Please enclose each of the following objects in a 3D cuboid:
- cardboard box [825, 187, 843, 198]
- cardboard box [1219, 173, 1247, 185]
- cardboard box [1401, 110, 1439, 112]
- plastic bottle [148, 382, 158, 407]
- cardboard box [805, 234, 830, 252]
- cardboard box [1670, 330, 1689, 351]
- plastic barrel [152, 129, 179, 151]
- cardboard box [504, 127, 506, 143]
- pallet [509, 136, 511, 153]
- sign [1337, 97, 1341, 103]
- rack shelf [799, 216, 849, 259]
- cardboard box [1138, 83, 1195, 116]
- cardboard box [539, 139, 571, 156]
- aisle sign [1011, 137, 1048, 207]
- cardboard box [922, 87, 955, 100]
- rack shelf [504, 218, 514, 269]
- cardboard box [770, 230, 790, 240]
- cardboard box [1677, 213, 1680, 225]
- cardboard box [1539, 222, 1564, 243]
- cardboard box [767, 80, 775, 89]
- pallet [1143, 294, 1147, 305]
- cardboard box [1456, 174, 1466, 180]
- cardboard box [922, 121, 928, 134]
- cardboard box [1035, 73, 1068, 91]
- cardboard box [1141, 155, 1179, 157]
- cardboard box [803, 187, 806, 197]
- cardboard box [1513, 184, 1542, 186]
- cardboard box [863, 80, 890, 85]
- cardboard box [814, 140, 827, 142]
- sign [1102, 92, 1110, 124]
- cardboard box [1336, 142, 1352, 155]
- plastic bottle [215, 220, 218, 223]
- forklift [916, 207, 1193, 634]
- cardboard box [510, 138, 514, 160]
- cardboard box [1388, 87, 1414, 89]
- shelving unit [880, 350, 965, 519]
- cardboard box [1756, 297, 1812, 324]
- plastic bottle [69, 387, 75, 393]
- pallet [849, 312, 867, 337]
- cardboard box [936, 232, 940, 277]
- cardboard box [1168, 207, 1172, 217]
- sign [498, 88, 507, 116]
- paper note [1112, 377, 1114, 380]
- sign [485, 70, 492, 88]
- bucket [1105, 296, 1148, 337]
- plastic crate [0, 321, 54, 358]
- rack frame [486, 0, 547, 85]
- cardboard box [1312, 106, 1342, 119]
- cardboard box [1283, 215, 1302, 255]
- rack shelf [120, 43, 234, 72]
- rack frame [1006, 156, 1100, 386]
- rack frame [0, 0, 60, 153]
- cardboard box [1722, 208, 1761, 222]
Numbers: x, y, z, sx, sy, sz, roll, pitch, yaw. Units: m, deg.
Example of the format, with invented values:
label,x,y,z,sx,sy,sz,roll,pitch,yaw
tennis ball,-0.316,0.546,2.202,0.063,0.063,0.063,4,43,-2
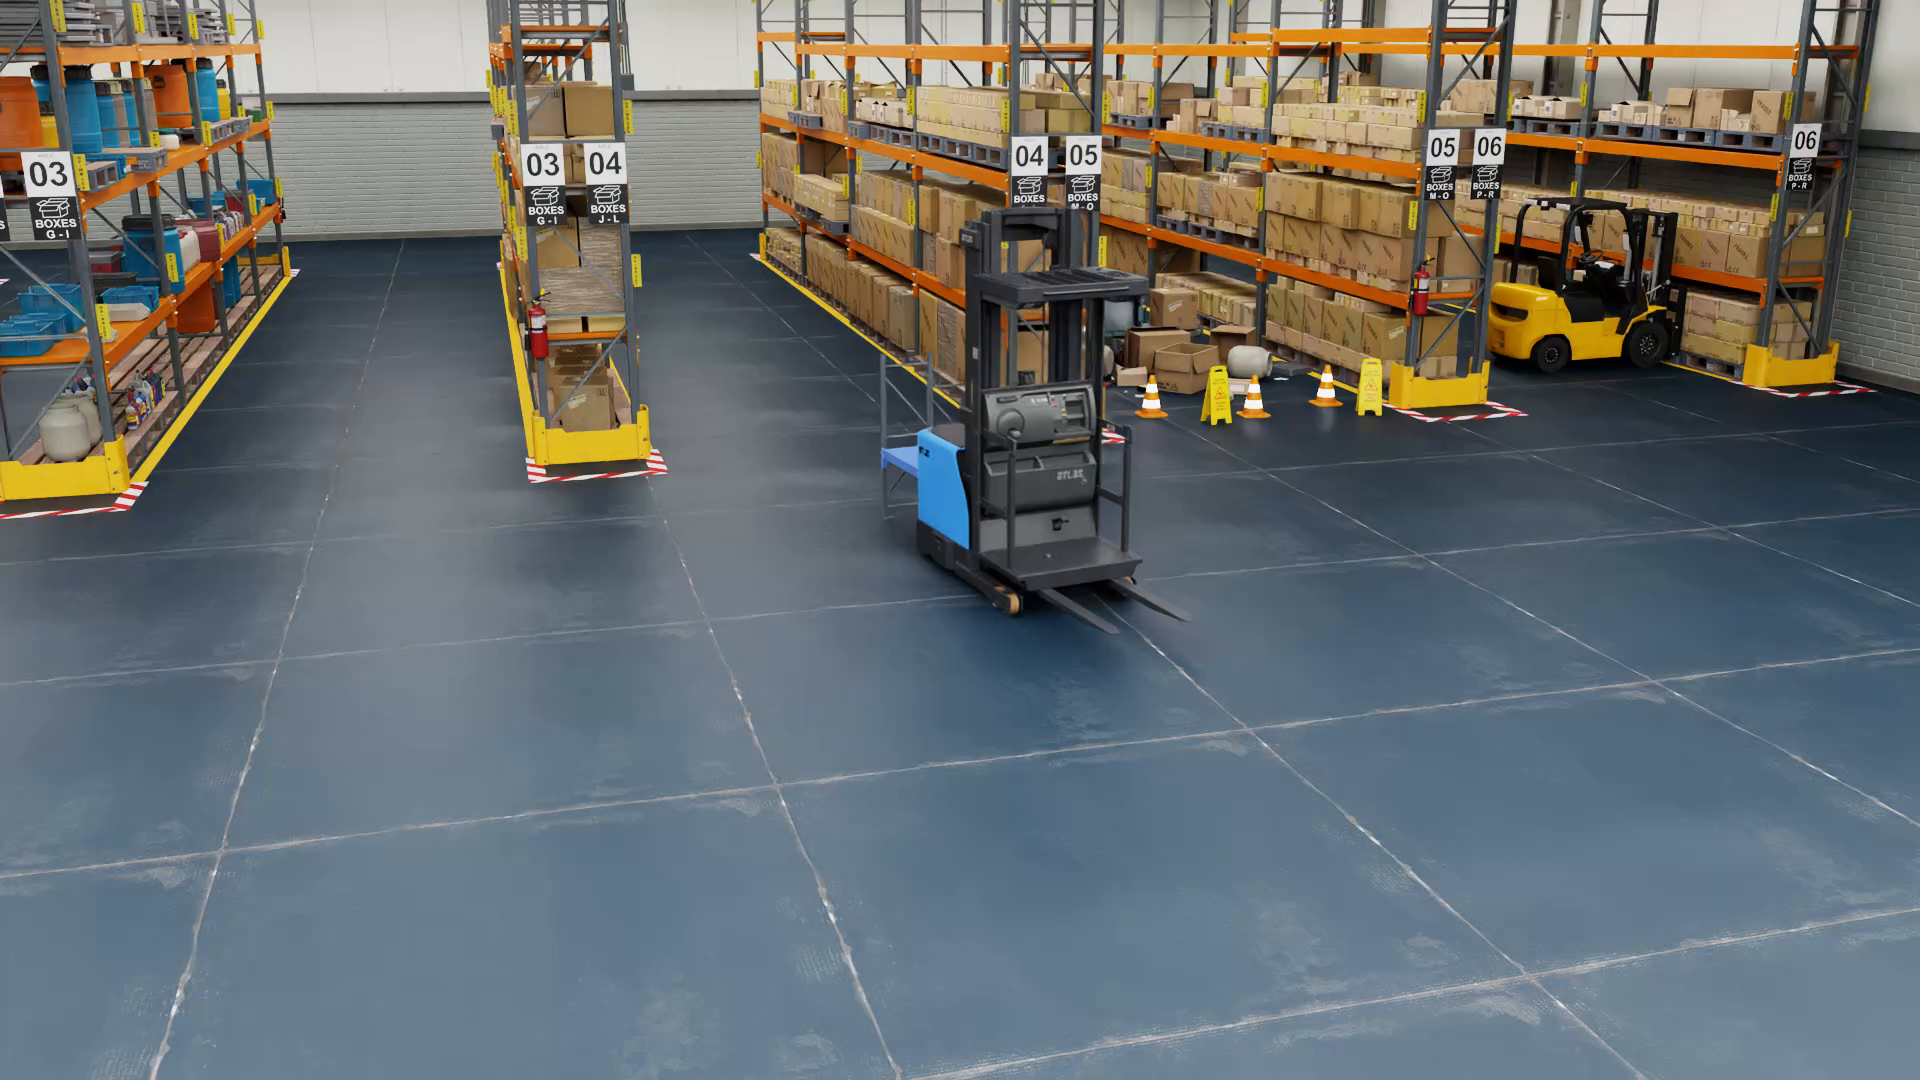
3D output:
label,x,y,z,sx,sy,sz,roll,pitch,yaw
cardboard box,-1.912,-5.451,26.059,0.380,0.149,0.250,-4,17,-14
cardboard box,3.989,-5.233,24.110,0.380,0.149,0.250,-5,18,-18
cardboard box,5.579,-5.142,20.193,0.380,0.149,0.250,-5,17,-16
plastic bottle,-9.066,-1.642,18.660,0.061,0.283,0.133,-4,17,-12
cardboard box,-2.348,-5.088,28.490,0.500,0.250,0.500,-5,18,-18
cardboard box,9.815,-2.711,22.312,0.500,0.250,0.500,-5,17,-15
plastic barrel,-10.183,-5.125,21.328,0.301,0.262,0.301,0,17,0
cardboard box,-6.110,-5.695,23.243,0.500,0.250,0.500,-4,17,-14
pallet,-4.963,-4.899,20.661,1.213,0.211,1.003,-5,17,-15
sign,5.153,-5.886,22.721,0.100,0.325,0.005,-5,17,-15
rack shelf,-1.748,-5.053,27.310,1.077,0.370,4.000,-5,17,-15
cardboard box,3.285,-7.043,26.561,0.797,0.503,0.637,-6,18,-19
cardboard box,-4.131,-3.956,16.762,0.380,0.149,0.250,-5,18,-17
aisle sign,0.732,-3.833,17.480,0.394,0.787,0.004,-5,17,-15
cardboard box,-0.254,-5.487,20.437,0.380,0.149,0.250,-5,17,-16
rack shelf,-6.544,-4.689,26.098,1.077,0.370,4.000,-5,17,-15
cardboard box,-3.442,-5.859,31.936,0.380,0.149,0.250,-5,17,-15
cardboard box,9.781,-4.306,22.270,0.380,0.149,0.250,-5,17,-16
cardboard box,9.015,-4.597,24.804,0.500,0.250,0.500,-4,17,-14
cardboard box,-3.403,-8.525,31.102,0.380,0.149,0.250,-4,17,-14
pallet,3.390,-4.152,27.908,1.003,0.211,1.213,-5,17,-15
cardboard box,8.314,-6.061,28.511,0.500,0.500,0.500,-4,17,-13
cardboard box,-0.252,-5.104,20.549,0.380,0.149,0.250,-5,17,-15
cardboard box,1.745,-8.640,31.711,0.500,0.500,0.500,-4,17,-14
cardboard box,3.360,-6.227,28.056,0.500,0.500,0.500,-4,17,-14
cardboard box,-2.415,-5.814,27.782,0.380,0.149,0.250,-5,18,-18
cardboard box,9.062,-5.598,26.574,0.380,0.149,0.250,-5,17,-16
cardboard box,-1.294,-7.039,25.953,0.396,0.266,0.258,-5,17,-15
cardboard box,-2.344,-6.906,29.800,0.500,0.500,0.500,-5,18,-17
sign,1.536,-4.567,17.570,0.100,0.325,0.005,-5,17,-15
cardboard box,4.900,-4.865,20.656,0.380,0.149,0.250,-5,17,-16
plastic bottle,-11.212,-4.693,25.085,0.097,0.271,0.097,0,17,0
forklift,4.216,-3.664,21.554,15.389,2.935,16.983,-8,18,-24
cardboard box,-5.018,-4.594,19.577,0.519,0.250,0.519,-5,17,-15
cardboard box,7.849,-7.973,29.583,0.380,0.149,0.250,-4,17,-14
shelving unit,-0.262,-0.812,14.549,0.538,1.500,1.048,-8,18,-24
cardboard box,10.554,-2.955,21.388,0.500,0.250,0.500,-5,17,-16
plastic bottle,-9.778,-1.535,18.304,0.061,0.283,0.133,-4,17,-13
pallet,-1.054,-3.285,25.020,1.003,0.211,1.213,-5,17,-15
cardboard box,0.187,-3.558,20.823,0.875,0.550,0.550,-5,17,-15
cardboard box,3.490,-5.159,26.119,0.380,0.149,0.250,-6,18,-19
sign,-5.428,-5.202,19.757,0.100,0.325,0.005,-5,17,-15
paper note,2.034,-2.081,21.341,0.172,0.023,0.155,1,17,4
sign,-8.728,-8.544,30.810,0.100,0.325,0.005,-5,17,-15
bucket,2.155,-3.043,22.415,0.726,0.611,0.620,1,7,4
plastic crate,-8.984,-1.919,15.886,0.499,0.251,0.616,-5,17,-15
rack frame,-8.193,-9.566,30.656,1.000,3.000,0.127,-5,17,-15
cardboard box,4.732,-5.460,21.250,0.380,0.149,0.250,-5,18,-17
cardboard box,4.646,-4.067,22.085,0.500,0.500,0.500,-5,17,-15
rack shelf,-11.307,-6.979,23.989,1.077,0.370,4.000,-5,17,-15
rack frame,1.001,-2.631,17.998,1.000,3.000,0.127,-5,17,-15
rack frame,-8.555,-4.749,14.620,0.949,2.616,0.053,-5,17,-15
cardboard box,10.007,-4.164,21.280,0.380,0.149,0.250,-4,17,-14
